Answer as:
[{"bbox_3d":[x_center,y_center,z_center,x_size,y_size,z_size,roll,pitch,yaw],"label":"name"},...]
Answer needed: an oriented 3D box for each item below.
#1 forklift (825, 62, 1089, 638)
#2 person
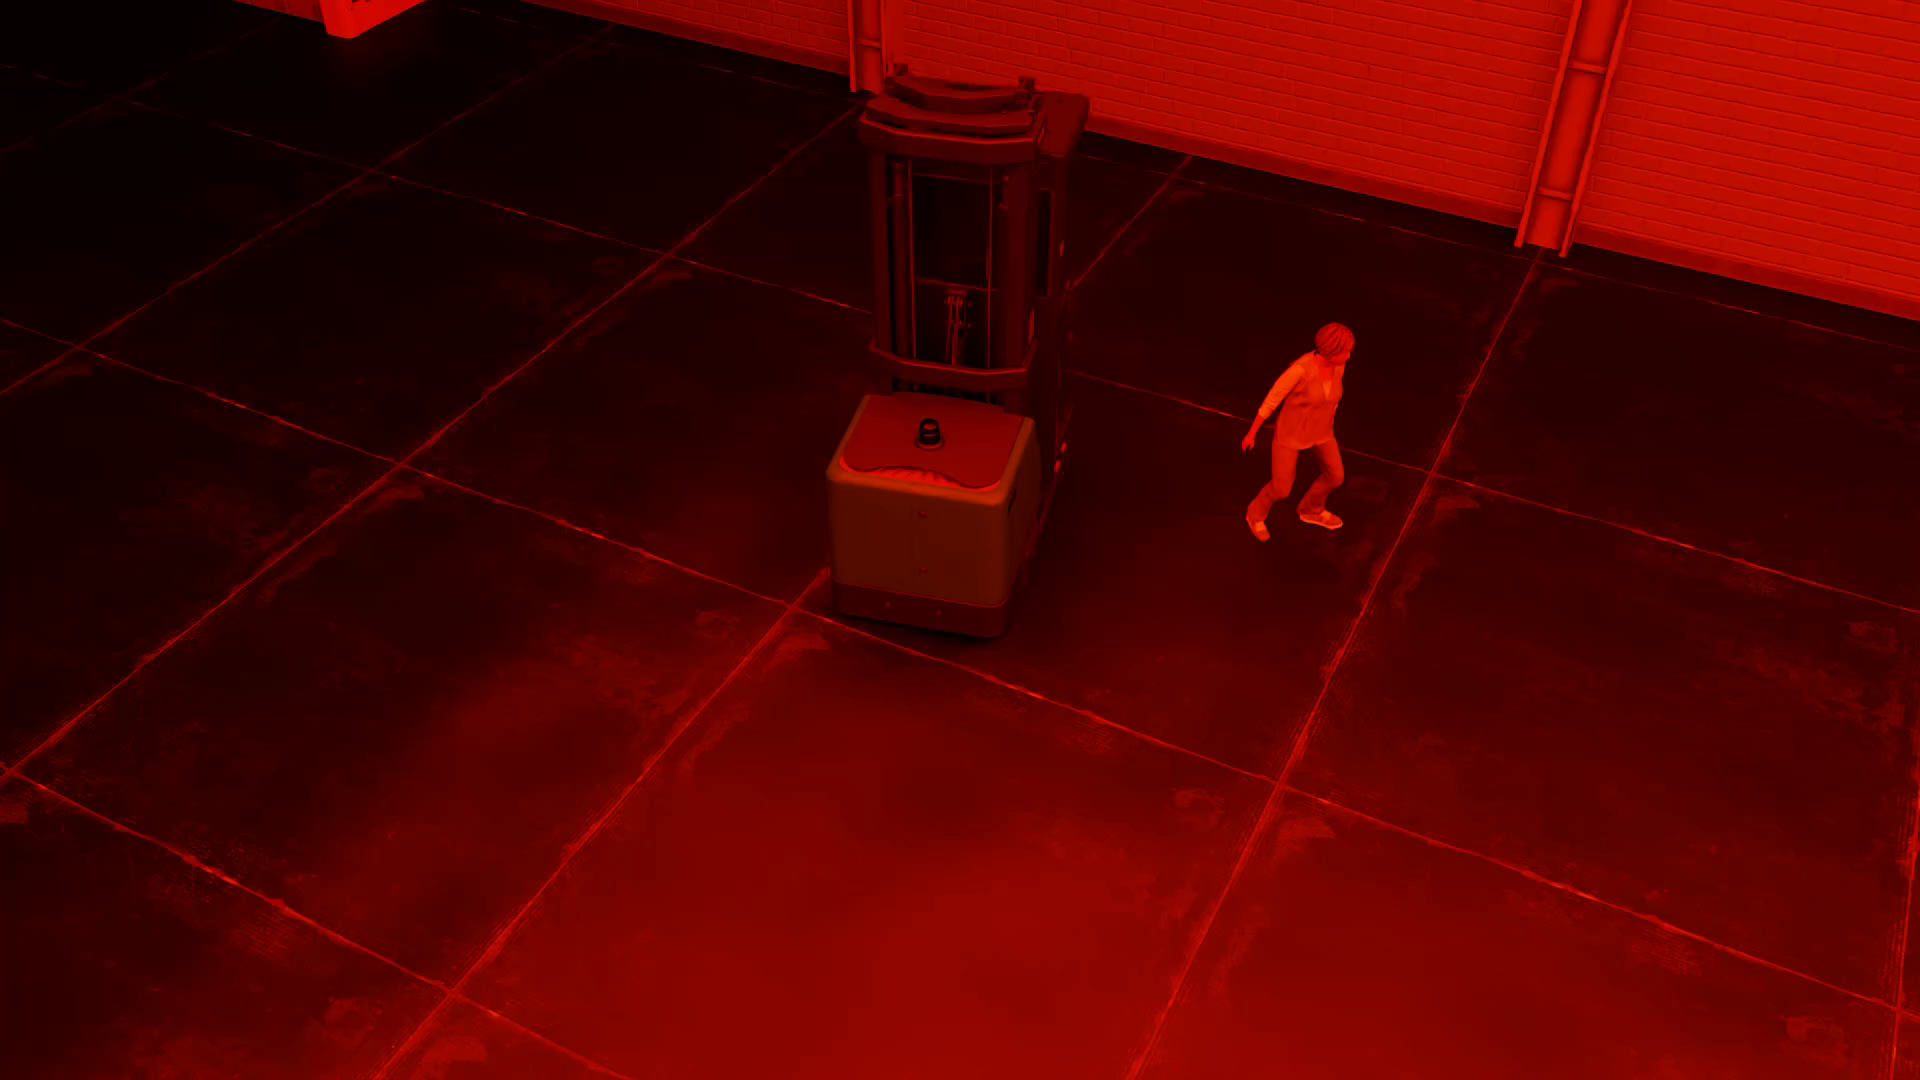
[{"bbox_3d":[0.099,-1.518,9.789,1.130,2.935,3.031,9,41,11],"label":"forklift"},{"bbox_3d":[2.002,-0.636,9.847,0.732,1.569,0.412,-16,43,-18],"label":"person"}]
